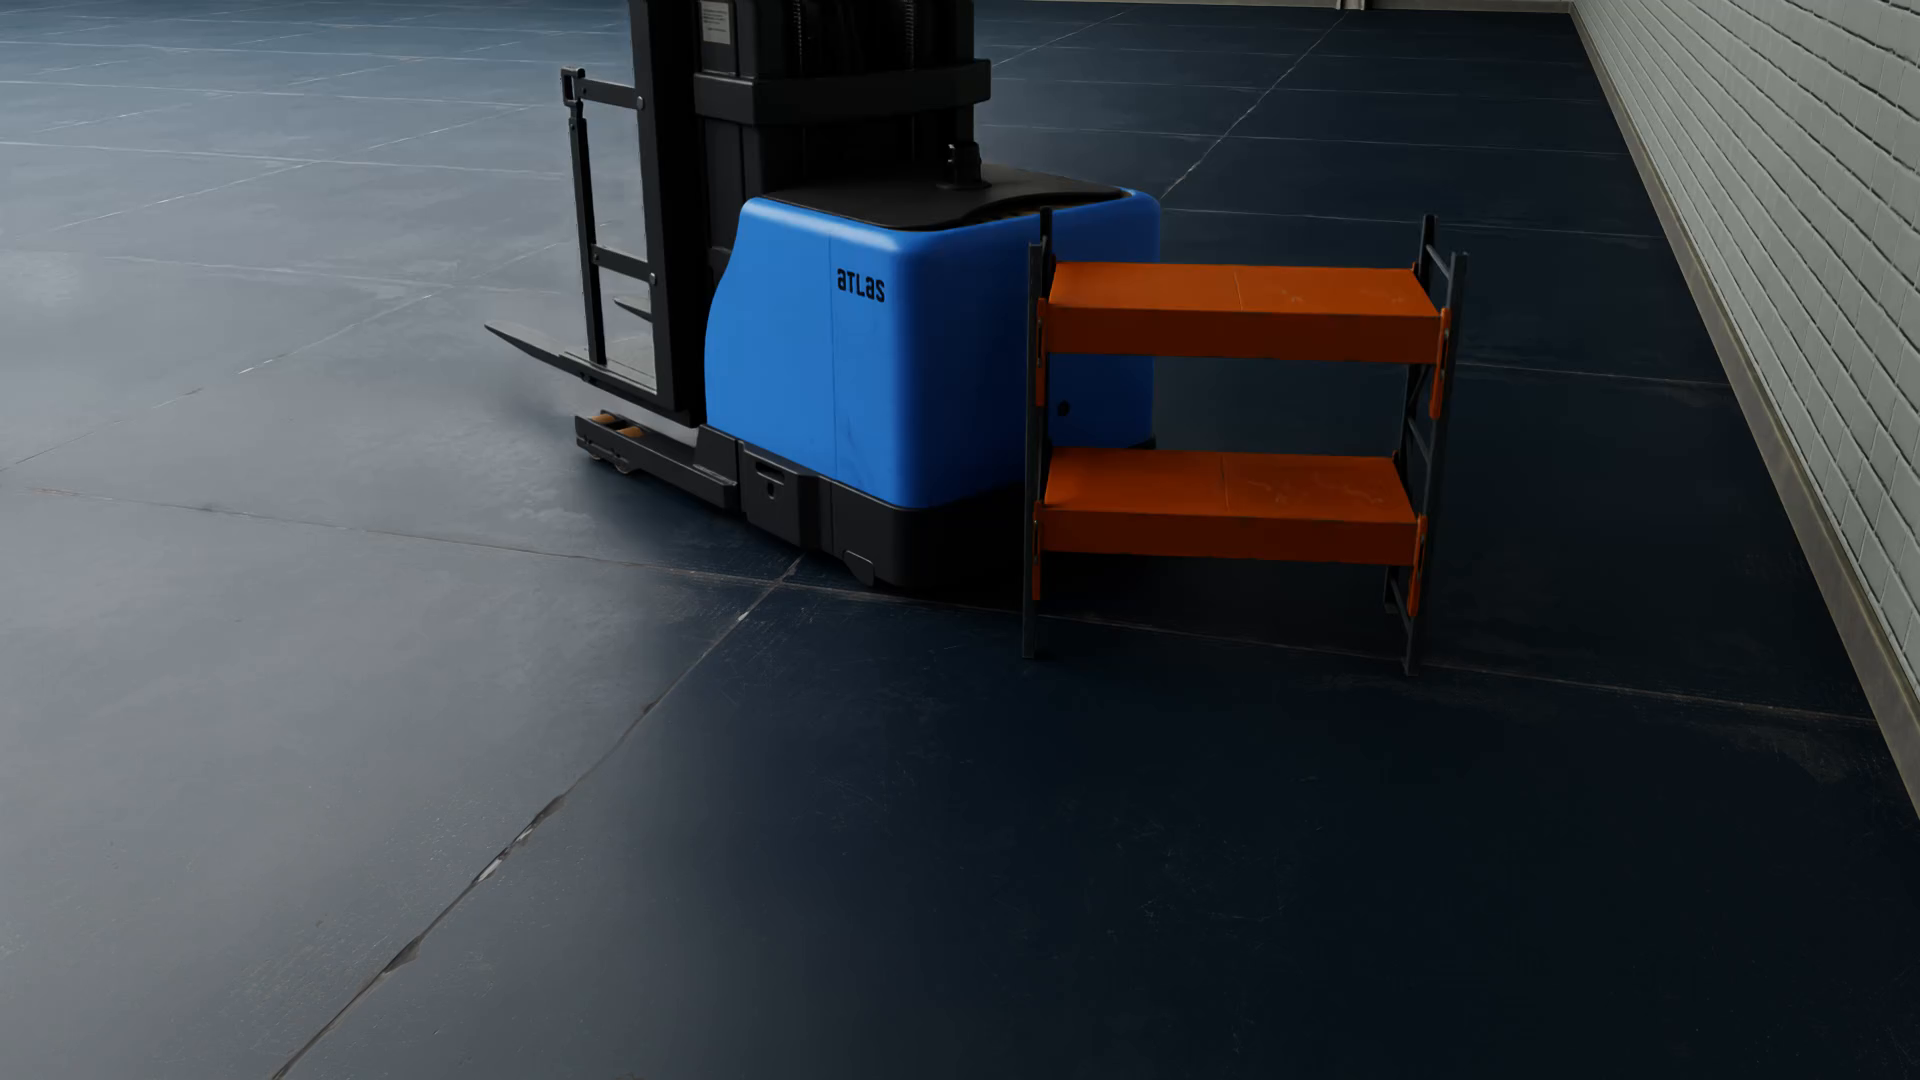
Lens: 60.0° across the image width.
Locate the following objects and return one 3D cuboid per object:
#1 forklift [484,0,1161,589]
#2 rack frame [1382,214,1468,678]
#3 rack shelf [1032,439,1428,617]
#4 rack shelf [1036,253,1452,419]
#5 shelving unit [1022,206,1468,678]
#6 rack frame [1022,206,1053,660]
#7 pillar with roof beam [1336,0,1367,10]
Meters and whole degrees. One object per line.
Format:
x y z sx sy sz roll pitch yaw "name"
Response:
-0.726 -1.697 5.546 1.130 2.935 3.031 -18 29 -37 "forklift"
1.221 -0.252 4.402 0.032 1.125 0.500 2 22 6 "rack frame"
0.715 -0.046 4.544 1.000 0.278 0.538 2 22 6 "rack shelf"
0.715 -0.543 4.340 1.000 0.278 0.538 2 22 6 "rack shelf"
0.715 -0.272 4.451 1.048 1.125 0.538 2 22 6 "shelving unit"
0.210 -0.292 4.501 0.032 1.125 0.500 2 22 6 "rack frame"
4.365 -10.217 18.321 0.400 9.000 9.100 7 23 16 "pillar with roof beam"
